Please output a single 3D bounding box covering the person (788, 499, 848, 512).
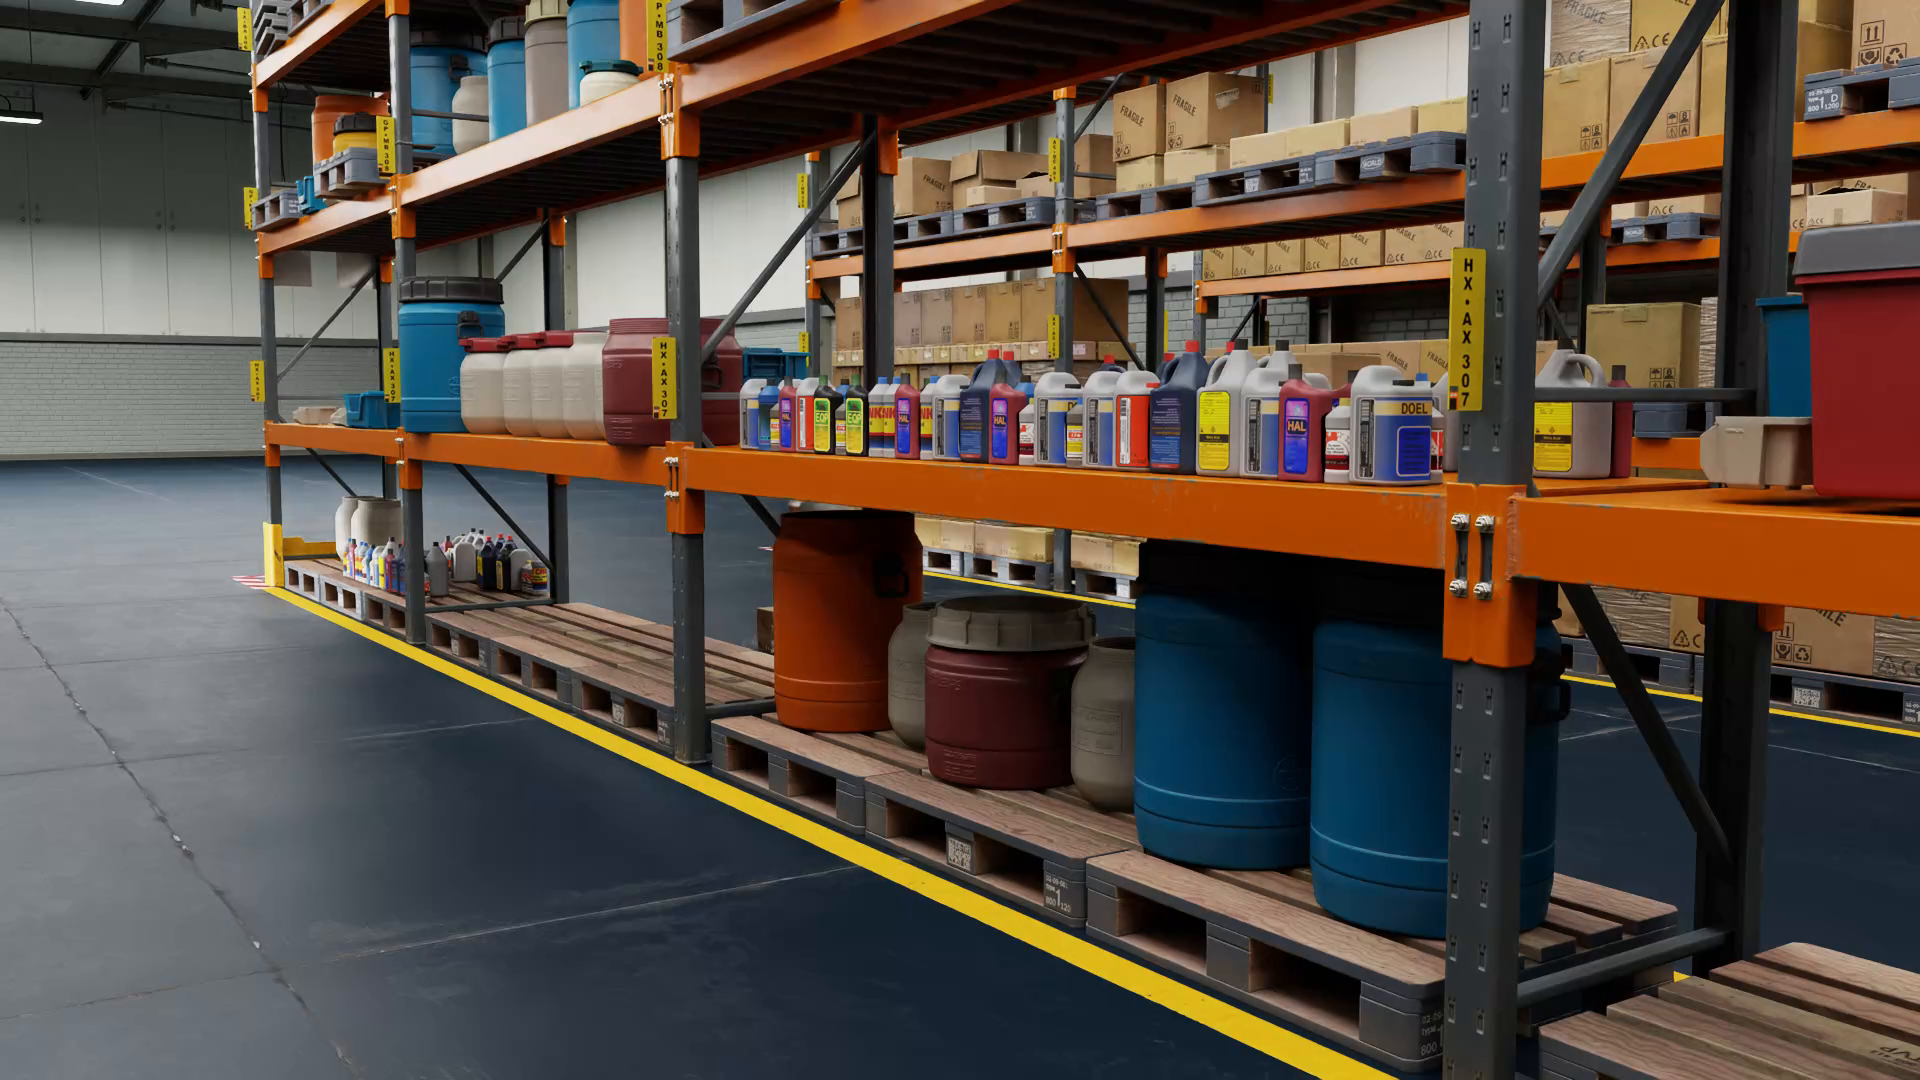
[{"bbox_3d":[-0.816,-0.086,9.517,0.418,1.613,0.557,-3,6,-33],"label":"person"}]
